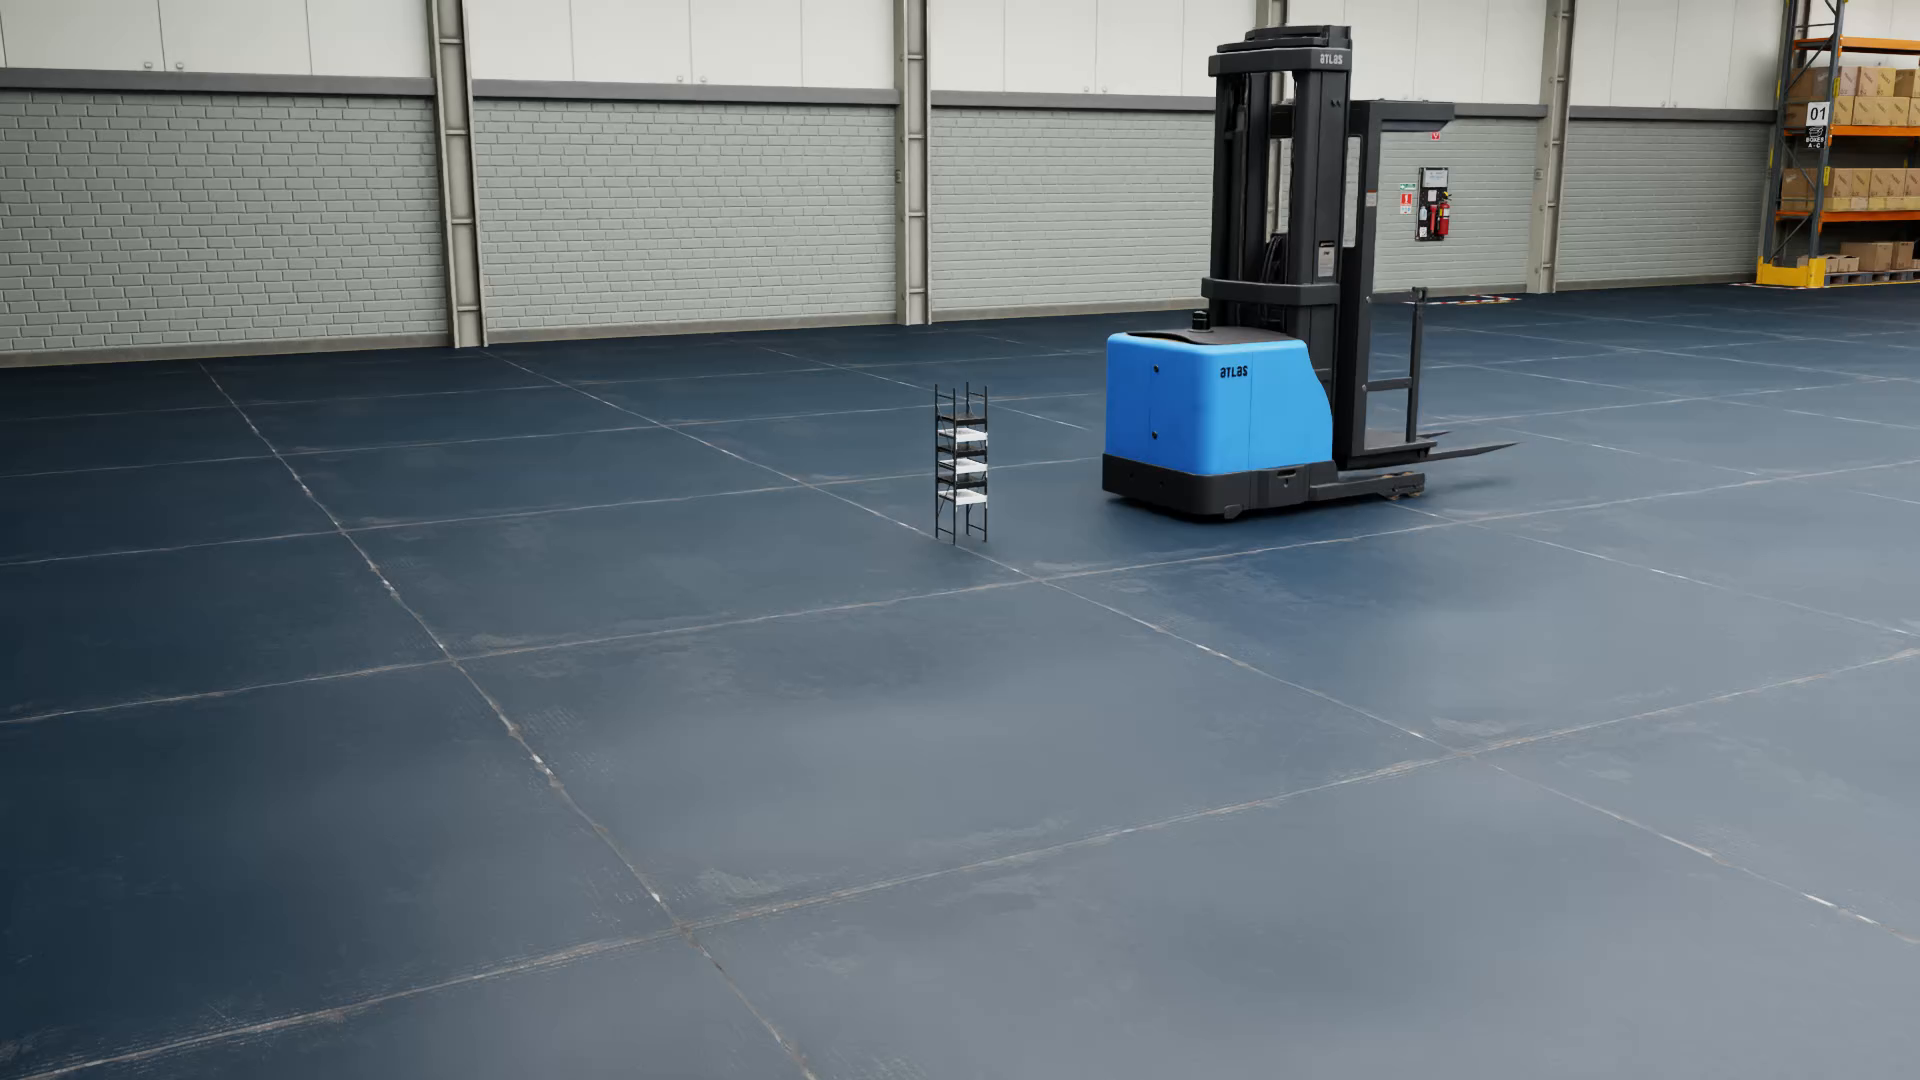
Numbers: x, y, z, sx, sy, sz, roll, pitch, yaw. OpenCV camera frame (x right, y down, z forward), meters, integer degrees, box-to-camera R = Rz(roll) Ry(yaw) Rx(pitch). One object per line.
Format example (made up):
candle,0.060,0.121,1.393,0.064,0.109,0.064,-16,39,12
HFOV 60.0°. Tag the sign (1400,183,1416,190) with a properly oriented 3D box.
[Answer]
sign,7.186,-5.671,26.690,0.331,0.109,0.001,-7,14,-28

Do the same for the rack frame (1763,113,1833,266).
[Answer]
rack frame,14.967,-6.078,29.787,0.127,3.000,1.000,-7,14,-28

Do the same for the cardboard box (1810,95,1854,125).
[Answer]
cardboard box,15.380,-7.587,29.386,0.500,0.500,0.500,-6,14,-26

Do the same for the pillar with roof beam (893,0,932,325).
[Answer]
pillar with roof beam,1.430,-6.522,18.095,0.400,9.000,9.100,-7,14,-28

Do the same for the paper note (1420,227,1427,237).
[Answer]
paper note,7.524,-5.000,27.000,0.142,0.148,0.016,-7,14,-28

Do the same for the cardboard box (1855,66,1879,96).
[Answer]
cardboard box,15.886,-8.125,29.498,0.500,0.500,0.500,-7,14,-29

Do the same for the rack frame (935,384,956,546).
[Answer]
rack frame,-0.082,-0.429,9.467,0.006,0.900,0.240,-7,14,-28

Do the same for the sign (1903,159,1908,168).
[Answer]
sign,18.208,-7.171,32.003,0.005,0.325,0.100,-7,14,-28

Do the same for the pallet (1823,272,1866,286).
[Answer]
pallet,15.763,-4.805,30.478,1.213,0.211,1.003,-7,14,-28

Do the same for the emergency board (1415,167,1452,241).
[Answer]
emergency board,7.713,-5.435,26.927,0.643,1.169,0.194,-7,14,-28

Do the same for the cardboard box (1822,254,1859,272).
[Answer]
cardboard box,16.117,-5.097,30.546,0.500,0.311,0.500,-6,14,-23

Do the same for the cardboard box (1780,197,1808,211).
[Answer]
cardboard box,15.284,-6.102,30.185,0.500,0.250,0.500,-7,14,-27

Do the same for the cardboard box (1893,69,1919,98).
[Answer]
cardboard box,17.238,-8.287,30.220,0.500,0.500,0.500,-7,15,-30

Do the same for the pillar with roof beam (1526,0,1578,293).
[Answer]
pillar with roof beam,11.963,-7.785,23.705,0.400,9.000,9.100,-7,14,-28

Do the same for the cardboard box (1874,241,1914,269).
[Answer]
cardboard box,17.586,-5.378,31.363,0.500,0.500,0.500,-8,15,-32

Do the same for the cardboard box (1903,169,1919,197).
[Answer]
cardboard box,17.328,-6.588,30.638,0.500,0.500,0.500,-7,15,-29

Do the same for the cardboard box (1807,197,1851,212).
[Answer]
cardboard box,15.547,-6.005,29.757,0.500,0.250,0.500,-7,15,-29

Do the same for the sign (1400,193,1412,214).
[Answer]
sign,7.178,-5.414,26.753,0.234,0.329,0.001,-7,14,-28

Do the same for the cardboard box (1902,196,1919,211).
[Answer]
cardboard box,17.332,-6.221,30.716,0.500,0.250,0.500,-7,14,-28

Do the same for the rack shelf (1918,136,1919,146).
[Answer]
rack shelf,20.233,-7.822,32.341,4.000,0.370,1.077,-7,14,-28

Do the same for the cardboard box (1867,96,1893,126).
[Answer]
cardboard box,16.322,-7.692,29.853,0.500,0.500,0.500,-6,14,-25

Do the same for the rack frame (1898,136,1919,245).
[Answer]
rack frame,18.478,-6.499,31.656,0.127,3.000,1.000,-7,14,-28

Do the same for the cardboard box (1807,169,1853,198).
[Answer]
cardboard box,15.530,-6.373,29.684,0.500,0.500,0.500,-7,14,-28

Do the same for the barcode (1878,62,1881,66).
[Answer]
barcode,17.051,-8.826,30.837,0.075,0.075,0.001,-7,14,-28

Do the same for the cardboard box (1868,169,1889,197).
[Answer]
cardboard box,16.425,-6.476,30.143,0.500,0.500,0.500,-7,15,-30

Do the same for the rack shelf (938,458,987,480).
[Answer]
rack shelf,0.007,-0.407,9.521,0.200,0.077,0.258,-7,14,-28

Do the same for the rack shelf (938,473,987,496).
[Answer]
rack shelf,0.007,-0.320,9.541,0.200,0.077,0.258,-7,14,-28

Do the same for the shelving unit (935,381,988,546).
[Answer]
shelving unit,0.007,-0.440,9.514,0.210,0.900,0.258,-7,14,-28

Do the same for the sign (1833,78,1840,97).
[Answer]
sign,15.227,-7.864,28.897,0.005,0.325,0.100,-7,14,-28

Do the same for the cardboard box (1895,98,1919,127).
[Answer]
cardboard box,17.234,-7.804,30.349,0.500,0.500,0.500,-7,15,-30

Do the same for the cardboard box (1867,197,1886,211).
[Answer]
cardboard box,16.446,-6.115,30.245,0.500,0.250,0.500,-7,15,-29

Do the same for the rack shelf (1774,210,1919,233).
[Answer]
rack shelf,16.722,-5.938,30.801,4.000,0.370,1.077,-7,14,-28

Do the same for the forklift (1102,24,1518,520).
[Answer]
forklift,2.436,-1.774,10.817,3.031,2.935,1.130,-8,15,-31

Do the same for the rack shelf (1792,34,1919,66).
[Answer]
rack shelf,16.722,-8.863,30.142,4.000,0.370,1.077,-7,14,-28

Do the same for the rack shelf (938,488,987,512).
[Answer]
rack shelf,0.007,-0.232,9.561,0.200,0.077,0.258,-7,14,-28

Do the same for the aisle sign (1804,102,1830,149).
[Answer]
aisle sign,15.047,-7.281,29.211,0.004,0.787,0.394,-7,14,-28

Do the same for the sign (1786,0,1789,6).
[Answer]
sign,14.719,-9.647,29.493,0.005,0.325,0.100,-7,14,-28
